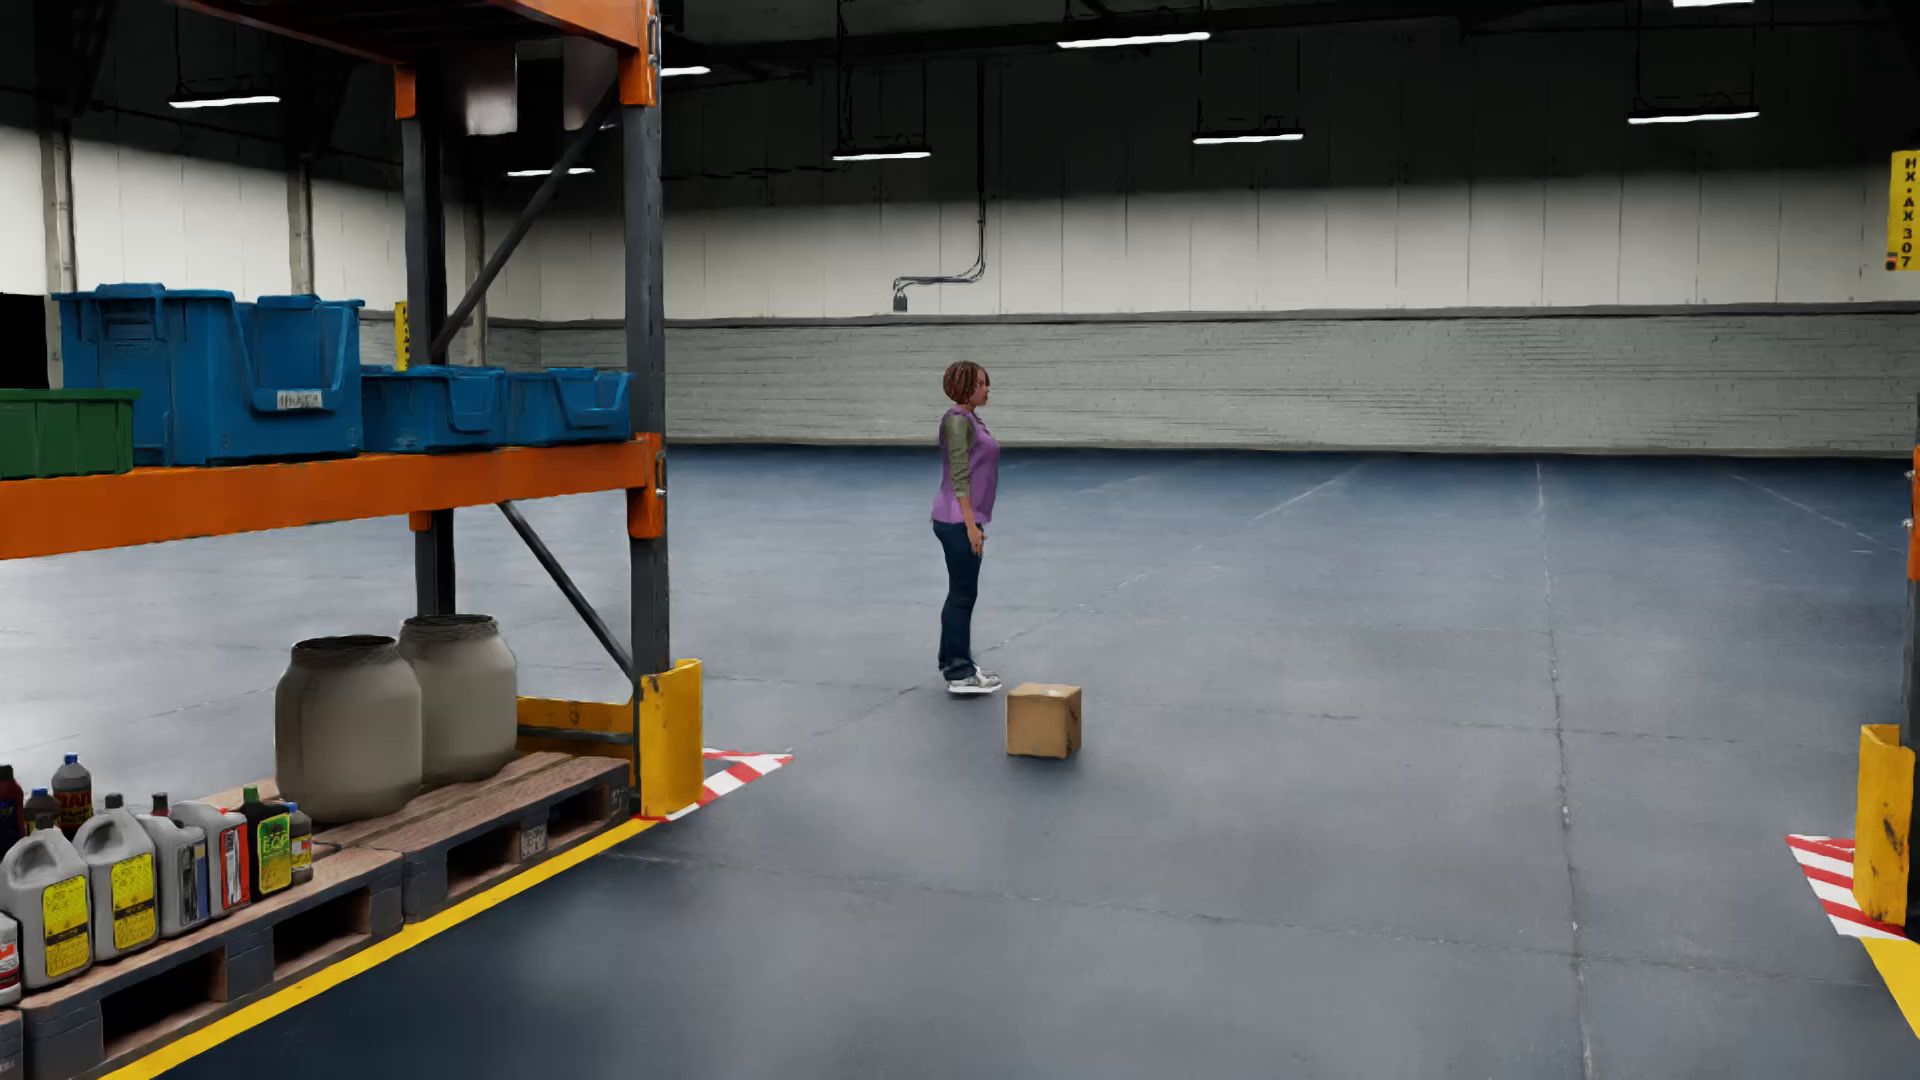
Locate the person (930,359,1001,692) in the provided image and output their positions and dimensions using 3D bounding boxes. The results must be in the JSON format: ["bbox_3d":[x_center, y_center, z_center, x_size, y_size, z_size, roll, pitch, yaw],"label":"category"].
[{"bbox_3d":[0.035,-0.070,8.032,0.345,1.600,0.427,1,6,10],"label":"person"}]
